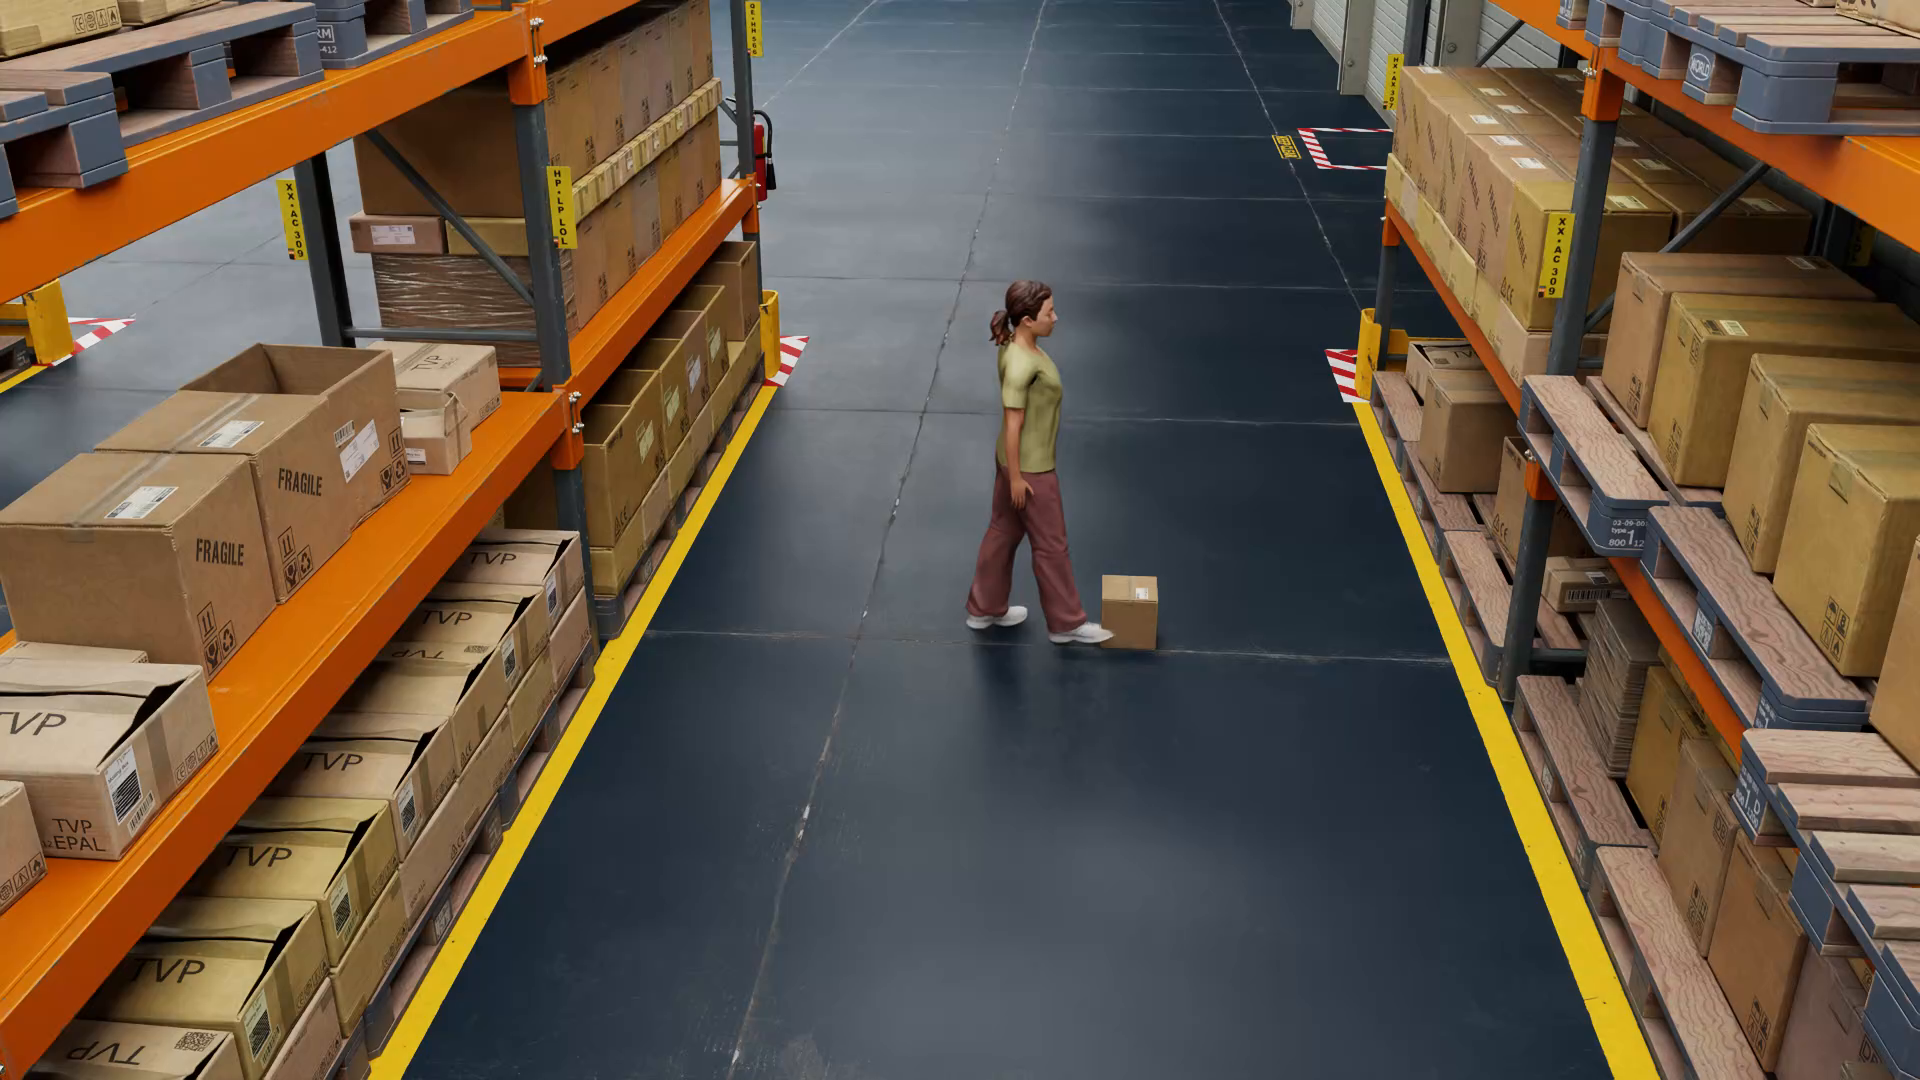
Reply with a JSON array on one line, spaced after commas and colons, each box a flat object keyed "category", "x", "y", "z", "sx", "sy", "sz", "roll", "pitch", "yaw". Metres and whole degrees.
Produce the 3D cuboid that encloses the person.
[{"category": "person", "x": 0.363, "y": -0.340, "z": 7.332, "sx": 0.668, "sy": 1.664, "sz": 0.451, "roll": -1, "pitch": 25, "yaw": -3}]
